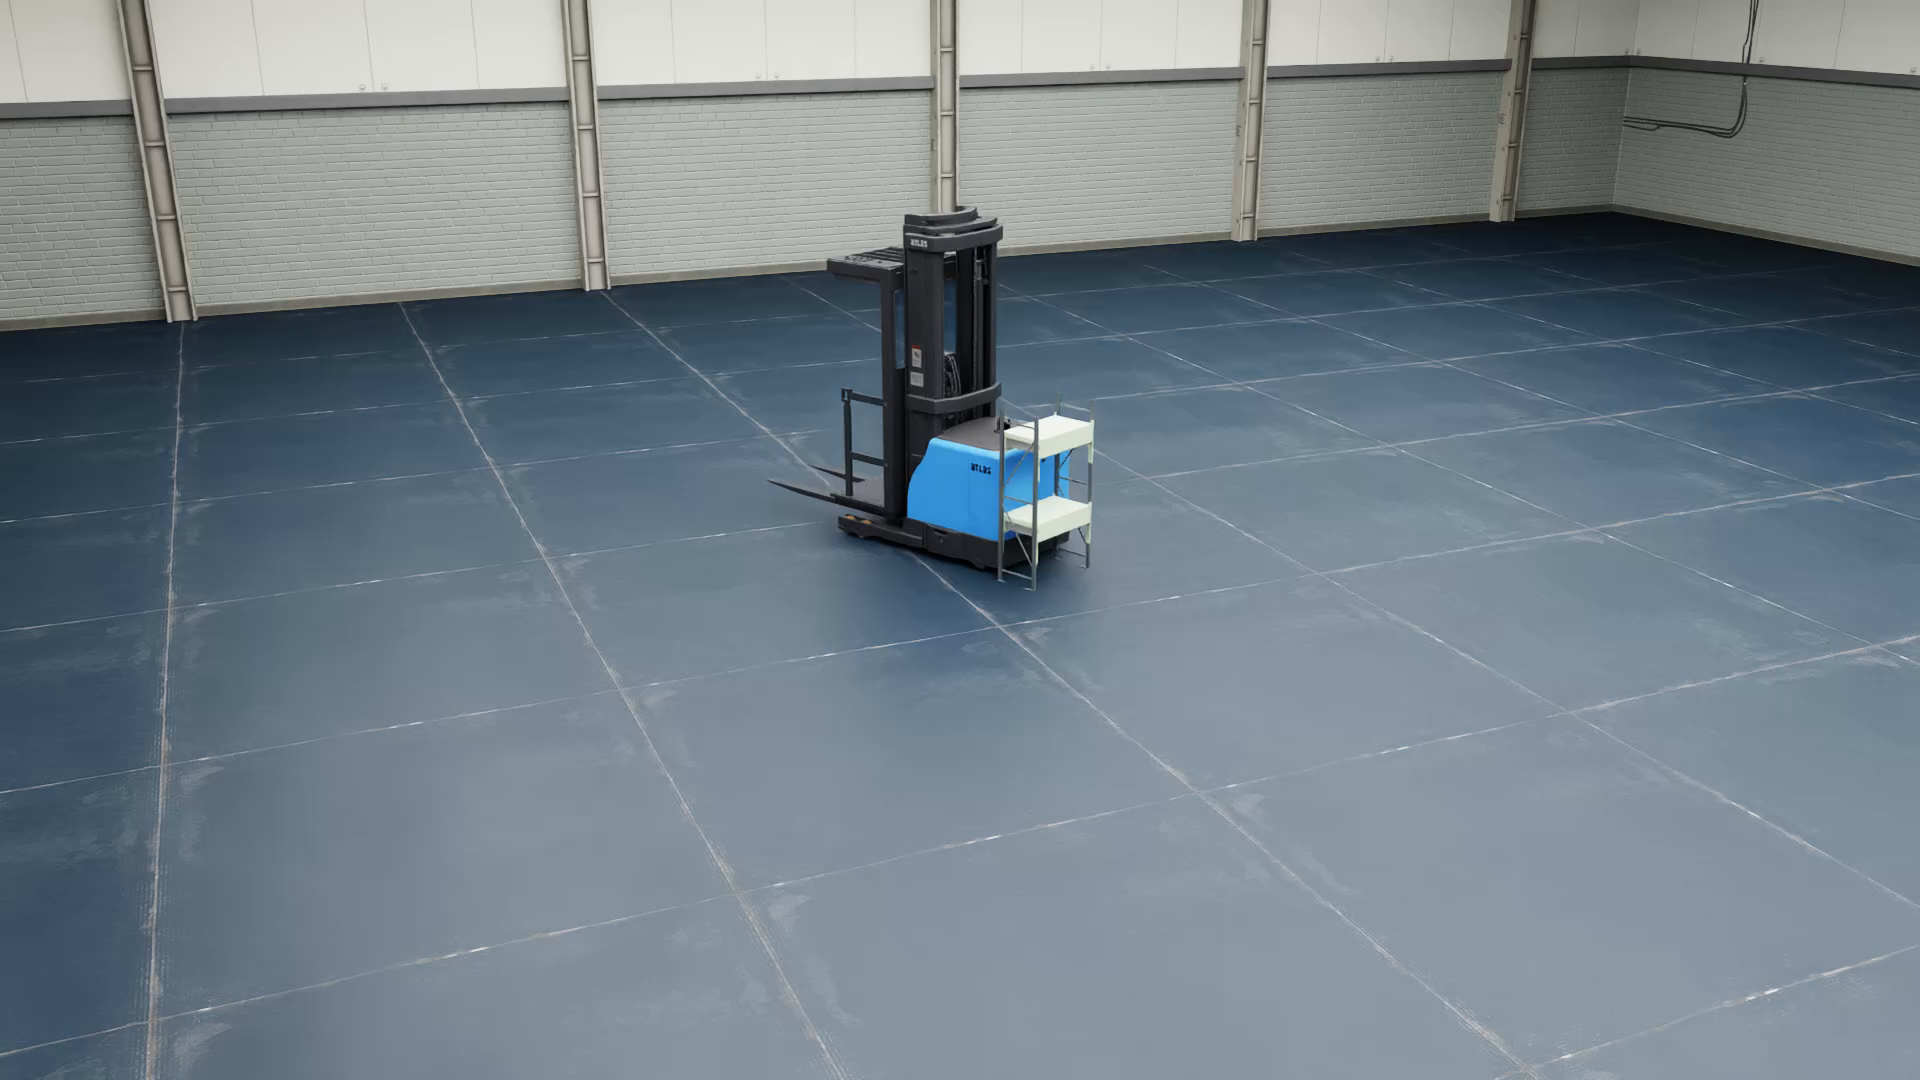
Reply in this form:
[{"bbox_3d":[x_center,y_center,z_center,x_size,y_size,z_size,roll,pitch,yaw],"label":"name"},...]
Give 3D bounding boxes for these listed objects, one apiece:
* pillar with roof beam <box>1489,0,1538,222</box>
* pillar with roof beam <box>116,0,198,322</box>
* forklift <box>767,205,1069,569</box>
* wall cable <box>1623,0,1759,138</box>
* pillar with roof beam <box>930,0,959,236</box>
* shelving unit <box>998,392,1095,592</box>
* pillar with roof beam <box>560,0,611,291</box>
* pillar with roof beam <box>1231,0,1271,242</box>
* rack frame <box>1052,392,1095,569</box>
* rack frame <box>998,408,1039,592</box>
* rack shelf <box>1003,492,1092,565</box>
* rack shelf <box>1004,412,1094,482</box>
[{"bbox_3d":[12.472,-9.288,27.850,0.400,9.000,9.100,-8,21,-22],"label":"pillar with roof beam"},{"bbox_3d":[-9.565,-6.130,18.883,0.400,9.000,9.100,-8,21,-22],"label":"pillar with roof beam"},{"bbox_3d":[-0.483,-1.516,14.915,3.031,2.935,1.130,15,25,37],"label":"forklift"},{"bbox_3d":[13.995,-9.120,32.050,0.112,2.526,3.097,-8,21,-22],"label":"wall cable"},{"bbox_3d":[1.453,-7.709,23.367,0.400,9.000,9.100,-8,21,-22],"label":"pillar with roof beam"},{"bbox_3d":[0.722,-0.412,13.931,0.431,1.500,0.755,17,25,39],"label":"shelving unit"},{"bbox_3d":[-4.056,-6.920,21.125,0.400,9.000,9.100,-8,21,-22],"label":"pillar with roof beam"},{"bbox_3d":[6.963,-8.498,25.608,0.400,9.000,9.100,-8,21,-22],"label":"pillar with roof beam"},{"bbox_3d":[0.967,-0.502,14.187,0.400,1.500,0.023,17,25,39],"label":"rack frame"},{"bbox_3d":[0.477,-0.321,13.674,0.400,1.500,0.023,17,25,39],"label":"rack frame"},{"bbox_3d":[0.721,-0.104,14.040,0.431,0.370,0.720,17,25,39],"label":"rack shelf"},{"bbox_3d":[0.723,-0.780,13.801,0.431,0.370,0.720,17,25,39],"label":"rack shelf"}]
